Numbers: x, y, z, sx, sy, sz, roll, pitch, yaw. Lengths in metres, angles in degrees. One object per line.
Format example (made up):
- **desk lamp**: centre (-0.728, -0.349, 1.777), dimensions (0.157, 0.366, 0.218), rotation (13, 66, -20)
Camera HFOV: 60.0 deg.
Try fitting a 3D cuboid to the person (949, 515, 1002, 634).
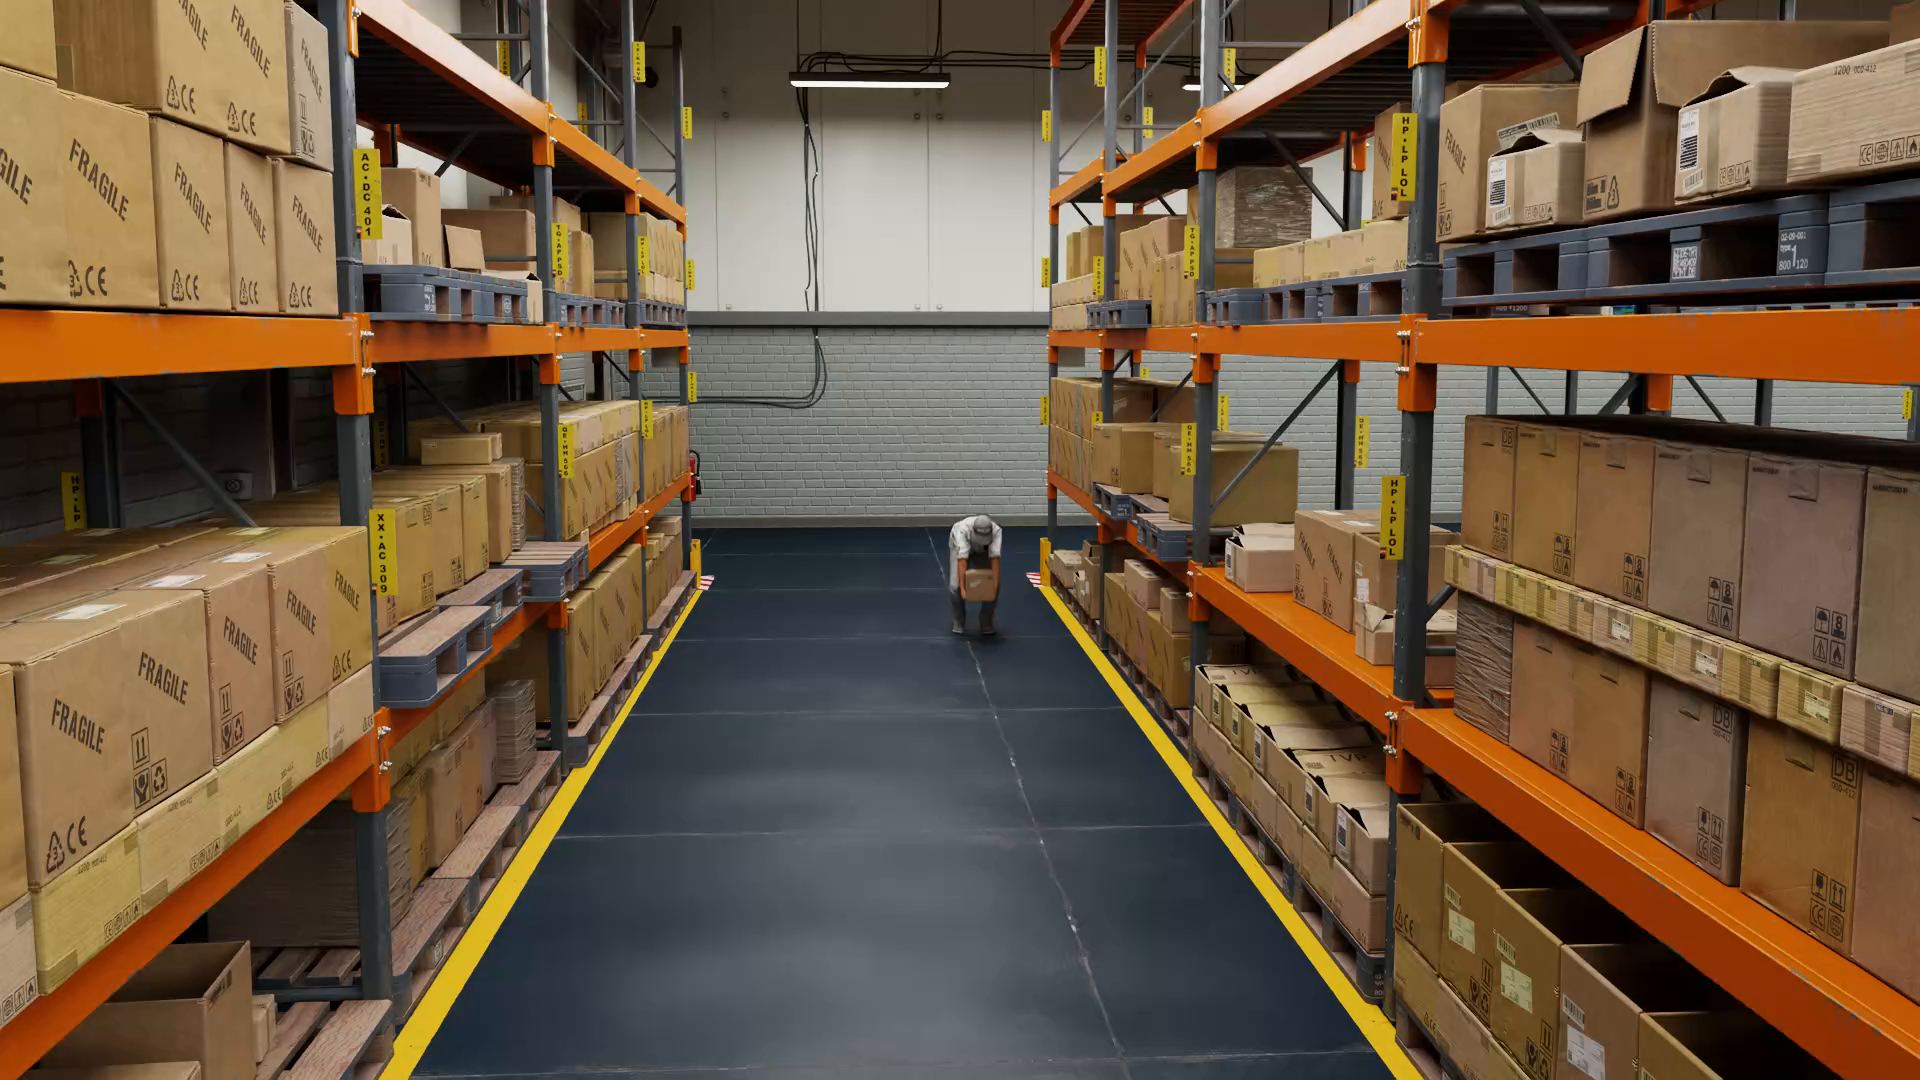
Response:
- **person**: centre (0.144, 0.308, 15.354), dimensions (0.479, 1.153, 0.921), rotation (-1, 7, -7)
